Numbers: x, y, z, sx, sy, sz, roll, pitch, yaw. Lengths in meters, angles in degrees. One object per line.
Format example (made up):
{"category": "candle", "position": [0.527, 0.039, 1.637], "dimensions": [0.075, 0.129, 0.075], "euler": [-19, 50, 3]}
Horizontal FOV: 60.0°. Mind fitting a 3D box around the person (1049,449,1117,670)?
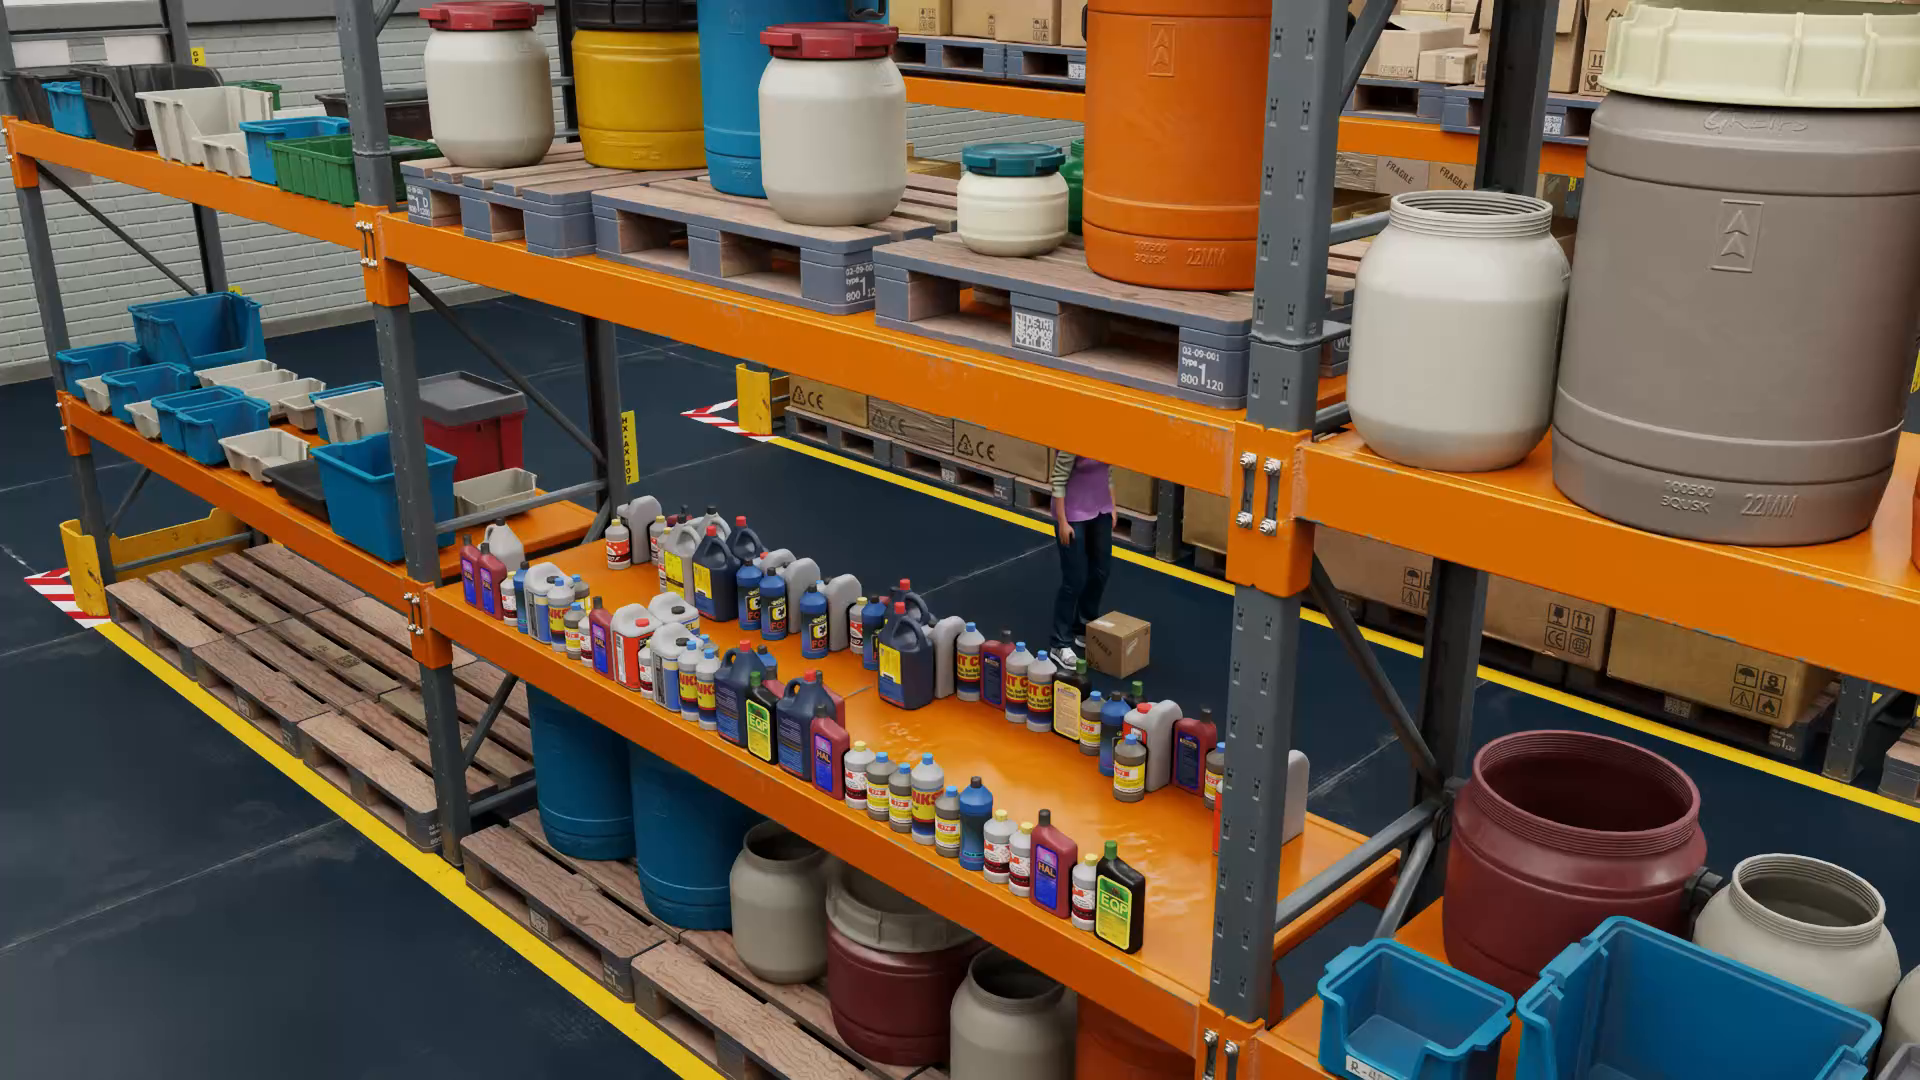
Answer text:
{"category": "person", "position": [0.672, -0.117, 8.904], "dimensions": [0.348, 1.591, 0.459], "euler": [19, 28, 41]}
